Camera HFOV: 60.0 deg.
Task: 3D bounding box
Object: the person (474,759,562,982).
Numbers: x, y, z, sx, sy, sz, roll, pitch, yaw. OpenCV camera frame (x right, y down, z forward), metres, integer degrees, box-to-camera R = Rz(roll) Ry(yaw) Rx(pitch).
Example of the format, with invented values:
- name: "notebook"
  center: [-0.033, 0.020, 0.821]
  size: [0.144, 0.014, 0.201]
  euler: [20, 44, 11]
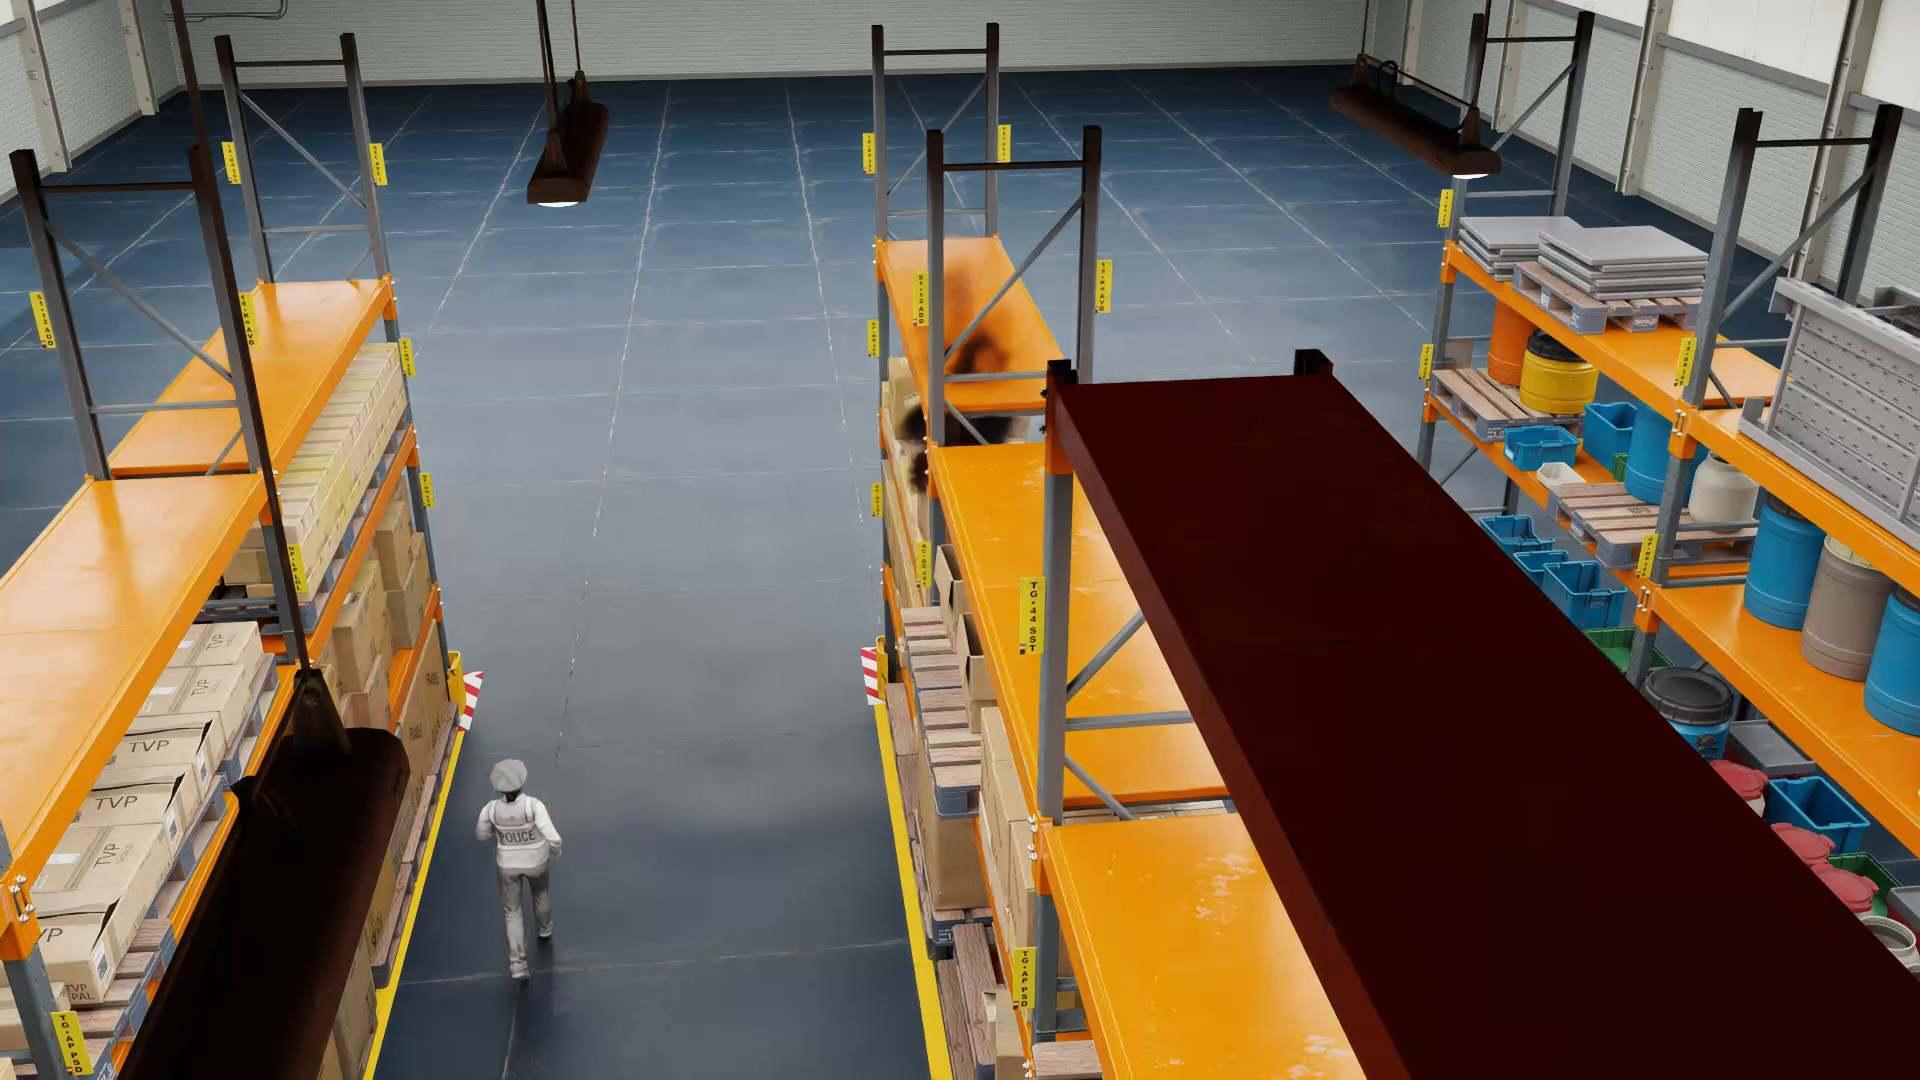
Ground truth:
- name: "person"
  center: [-3.081, 2.279, 11.712]
  size: [0.611, 1.681, 0.940]
  euler: [-5, 26, -9]
